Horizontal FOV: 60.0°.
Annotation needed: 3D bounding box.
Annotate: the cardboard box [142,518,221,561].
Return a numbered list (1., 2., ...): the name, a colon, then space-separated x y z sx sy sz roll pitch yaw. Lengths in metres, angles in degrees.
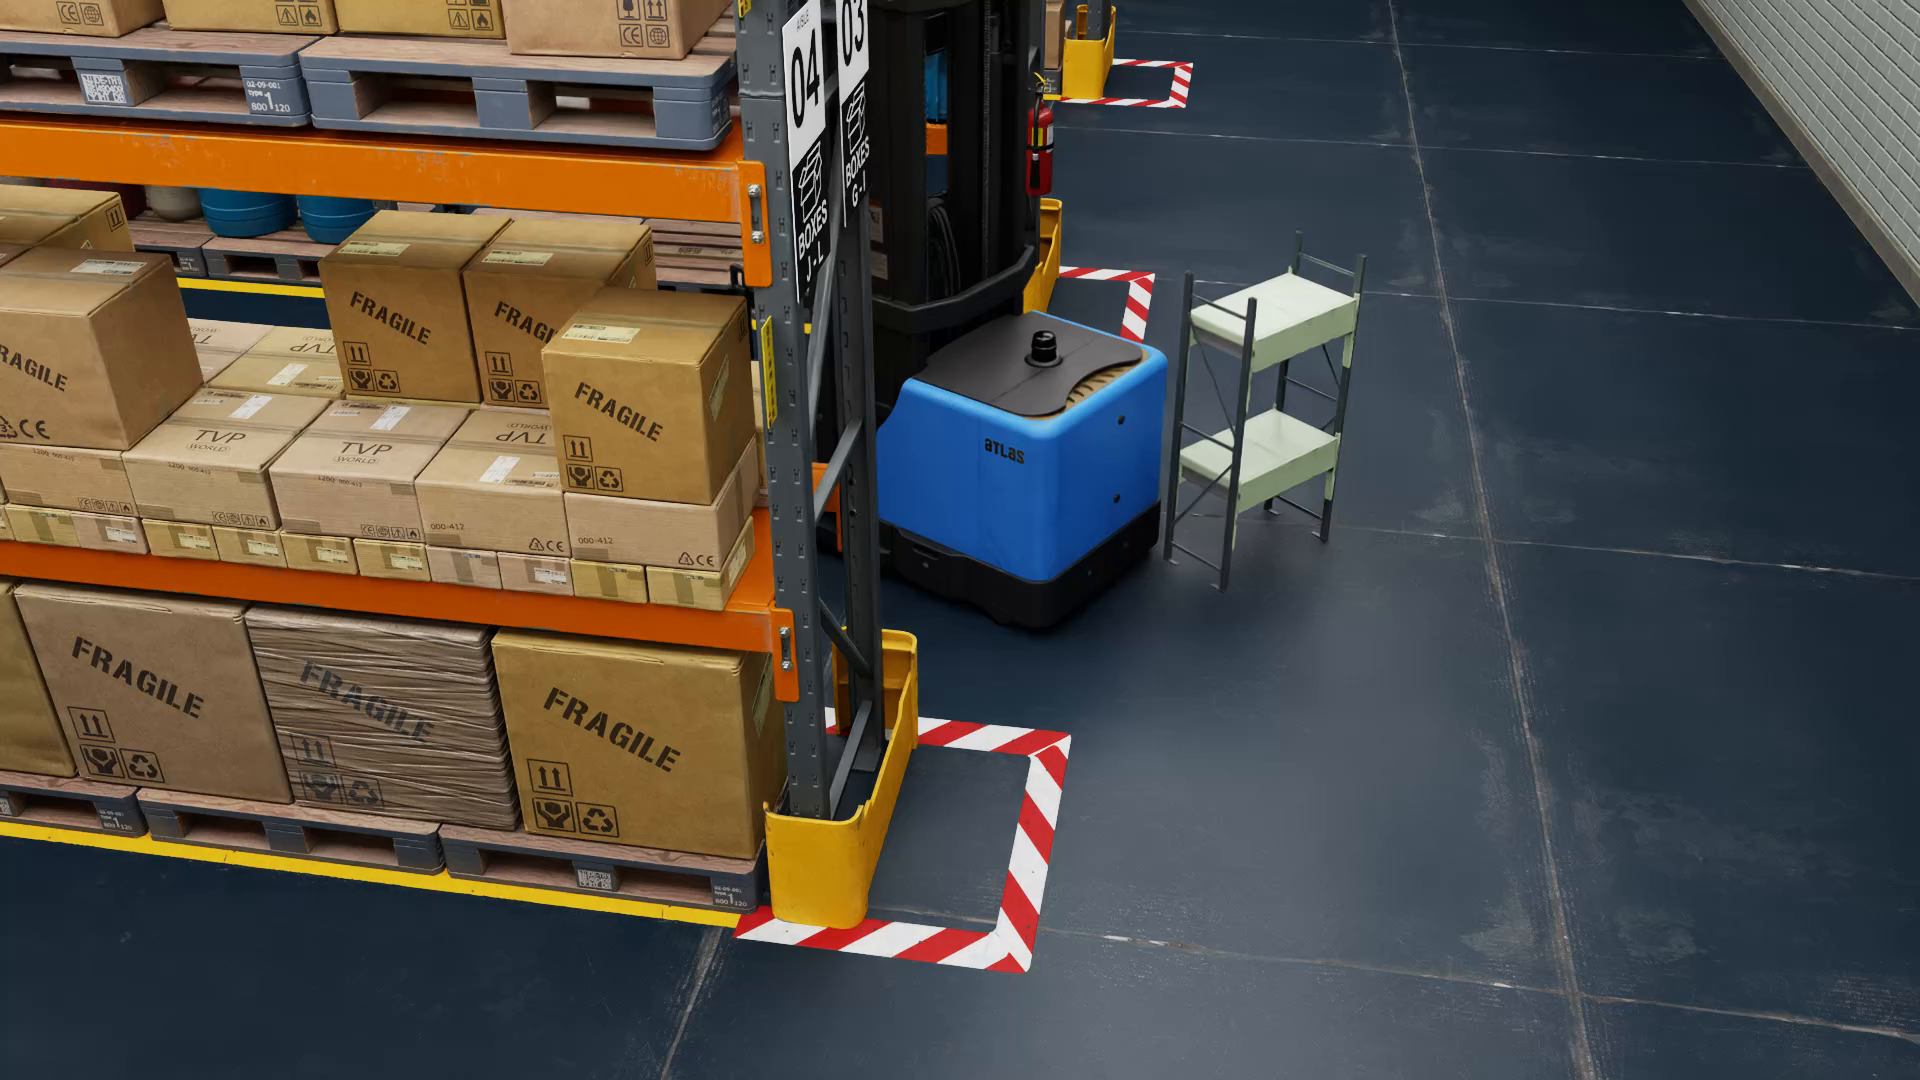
1. cardboard box: -2.625 -0.096 5.812 0.250 0.149 0.380 4 32 7

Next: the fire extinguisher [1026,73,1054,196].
1. fire extinguisher: 0.451 -2.332 9.573 0.183 0.674 0.296 5 32 8

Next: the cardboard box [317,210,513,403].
1. cardboard box: -1.887 -0.836 5.912 0.500 0.500 0.500 4 32 7

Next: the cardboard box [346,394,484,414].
1. cardboard box: -1.891 -0.520 6.115 0.500 0.250 0.500 4 32 7

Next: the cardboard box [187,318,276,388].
1. cardboard box: -2.904 -0.611 6.260 0.500 0.250 0.500 6 33 9

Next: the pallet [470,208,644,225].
1. pallet: -2.833 -1.904 11.093 1.213 0.211 1.003 5 32 8

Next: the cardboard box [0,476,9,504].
1. cardboard box: -3.489 -0.377 5.887 0.500 0.250 0.500 5 32 8

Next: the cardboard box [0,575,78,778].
1. cardboard box: -3.760 0.283 6.578 0.875 0.875 0.875 5 32 8

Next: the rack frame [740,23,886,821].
1. rack frame: -0.455 -0.184 5.716 0.127 3.000 1.000 5 32 8

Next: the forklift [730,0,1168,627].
1. forklift: -0.503 -1.479 7.850 3.031 2.935 1.130 23 39 32

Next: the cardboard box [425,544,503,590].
1. cardboard box: -1.612 -0.005 5.668 0.250 0.149 0.380 6 32 9

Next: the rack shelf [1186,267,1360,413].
1. rack shelf: 1.407 -0.921 7.572 0.720 0.370 0.431 -24 39 -33

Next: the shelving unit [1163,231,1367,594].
1. shelving unit: 1.407 -0.590 7.779 0.755 1.500 0.431 -24 39 -33

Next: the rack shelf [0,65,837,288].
1. rack shelf: -2.426 -1.329 5.397 4.000 0.370 1.077 5 32 8

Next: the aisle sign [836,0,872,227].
1. aisle sign: -0.333 -1.436 5.267 0.004 0.787 0.394 5 32 8

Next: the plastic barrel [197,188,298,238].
1. plastic barrel: -4.796 -2.540 11.063 0.708 0.901 0.600 5 32 8

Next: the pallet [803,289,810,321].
1. pallet: -0.428 -1.686 10.745 1.213 0.211 1.003 5 32 8

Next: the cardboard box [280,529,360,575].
1. cardboard box: -2.124 -0.050 5.740 0.250 0.149 0.380 5 32 8

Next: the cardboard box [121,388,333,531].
1. cardboard box: -2.493 -0.286 5.741 0.500 0.250 0.500 5 32 8

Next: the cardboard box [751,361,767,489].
1. cardboard box: -0.882 -0.430 5.971 0.500 0.250 0.500 4 32 7

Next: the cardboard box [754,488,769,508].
1. cardboard box: -0.749 -0.281 6.109 0.250 0.149 0.380 6 32 9

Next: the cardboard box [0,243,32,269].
1. cardboard box: -3.484 -0.697 5.690 0.500 0.500 0.500 5 32 8

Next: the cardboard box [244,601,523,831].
1. cardboard box: -1.996 0.442 6.323 0.875 0.875 0.875 5 32 8

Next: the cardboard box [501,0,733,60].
1. cardboard box: -0.976 -1.736 4.785 0.500 0.500 0.700 3 32 5

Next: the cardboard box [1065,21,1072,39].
1. cardboard box: 0.861 -4.560 14.980 0.250 0.149 0.380 5 32 8

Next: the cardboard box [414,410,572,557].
1. cardboard box: -1.477 -0.196 5.597 0.500 0.250 0.500 5 32 7

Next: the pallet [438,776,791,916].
1. pallet: -1.256 0.968 6.505 1.213 0.211 1.003 5 32 8

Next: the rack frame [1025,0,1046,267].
1. rack frame: 0.379 -2.774 9.855 0.127 3.000 1.000 5 32 8

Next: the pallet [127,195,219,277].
1. pallet: -5.524 -2.148 11.482 1.213 0.211 1.003 5 32 8

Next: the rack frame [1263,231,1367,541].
1. rack frame: 1.687 -0.715 7.978 0.023 1.500 0.400 -24 39 -33

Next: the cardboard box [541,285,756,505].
1. cardboard box: -0.979 -0.470 5.328 0.500 0.500 0.500 6 32 9

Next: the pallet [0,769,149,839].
1. pallet: -3.661 0.750 6.853 1.213 0.211 1.003 5 32 8

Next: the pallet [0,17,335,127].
1. pallet: -2.394 -1.586 5.213 1.213 0.211 1.003 5 32 8

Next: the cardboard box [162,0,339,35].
1. cardboard box: -2.028 -1.870 5.000 0.500 0.500 0.700 3 32 5

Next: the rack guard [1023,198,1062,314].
1. rack guard: 0.405 -1.719 10.525 0.348 0.500 1.175 5 32 8

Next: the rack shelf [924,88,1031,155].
1. rack shelf: -1.593 -2.648 10.331 4.000 0.370 1.077 5 32 8

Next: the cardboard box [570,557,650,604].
1. cardboard box: -1.118 0.041 5.594 0.250 0.149 0.380 6 32 9

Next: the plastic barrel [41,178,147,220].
1. plastic barrel: -5.909 -2.509 11.307 0.708 0.588 0.600 5 32 8

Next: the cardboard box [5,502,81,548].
1. cardboard box: -3.132 -0.142 5.886 0.250 0.149 0.380 5 32 8

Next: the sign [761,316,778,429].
1. sign: -0.560 -0.492 4.895 0.005 0.325 0.100 5 32 8
